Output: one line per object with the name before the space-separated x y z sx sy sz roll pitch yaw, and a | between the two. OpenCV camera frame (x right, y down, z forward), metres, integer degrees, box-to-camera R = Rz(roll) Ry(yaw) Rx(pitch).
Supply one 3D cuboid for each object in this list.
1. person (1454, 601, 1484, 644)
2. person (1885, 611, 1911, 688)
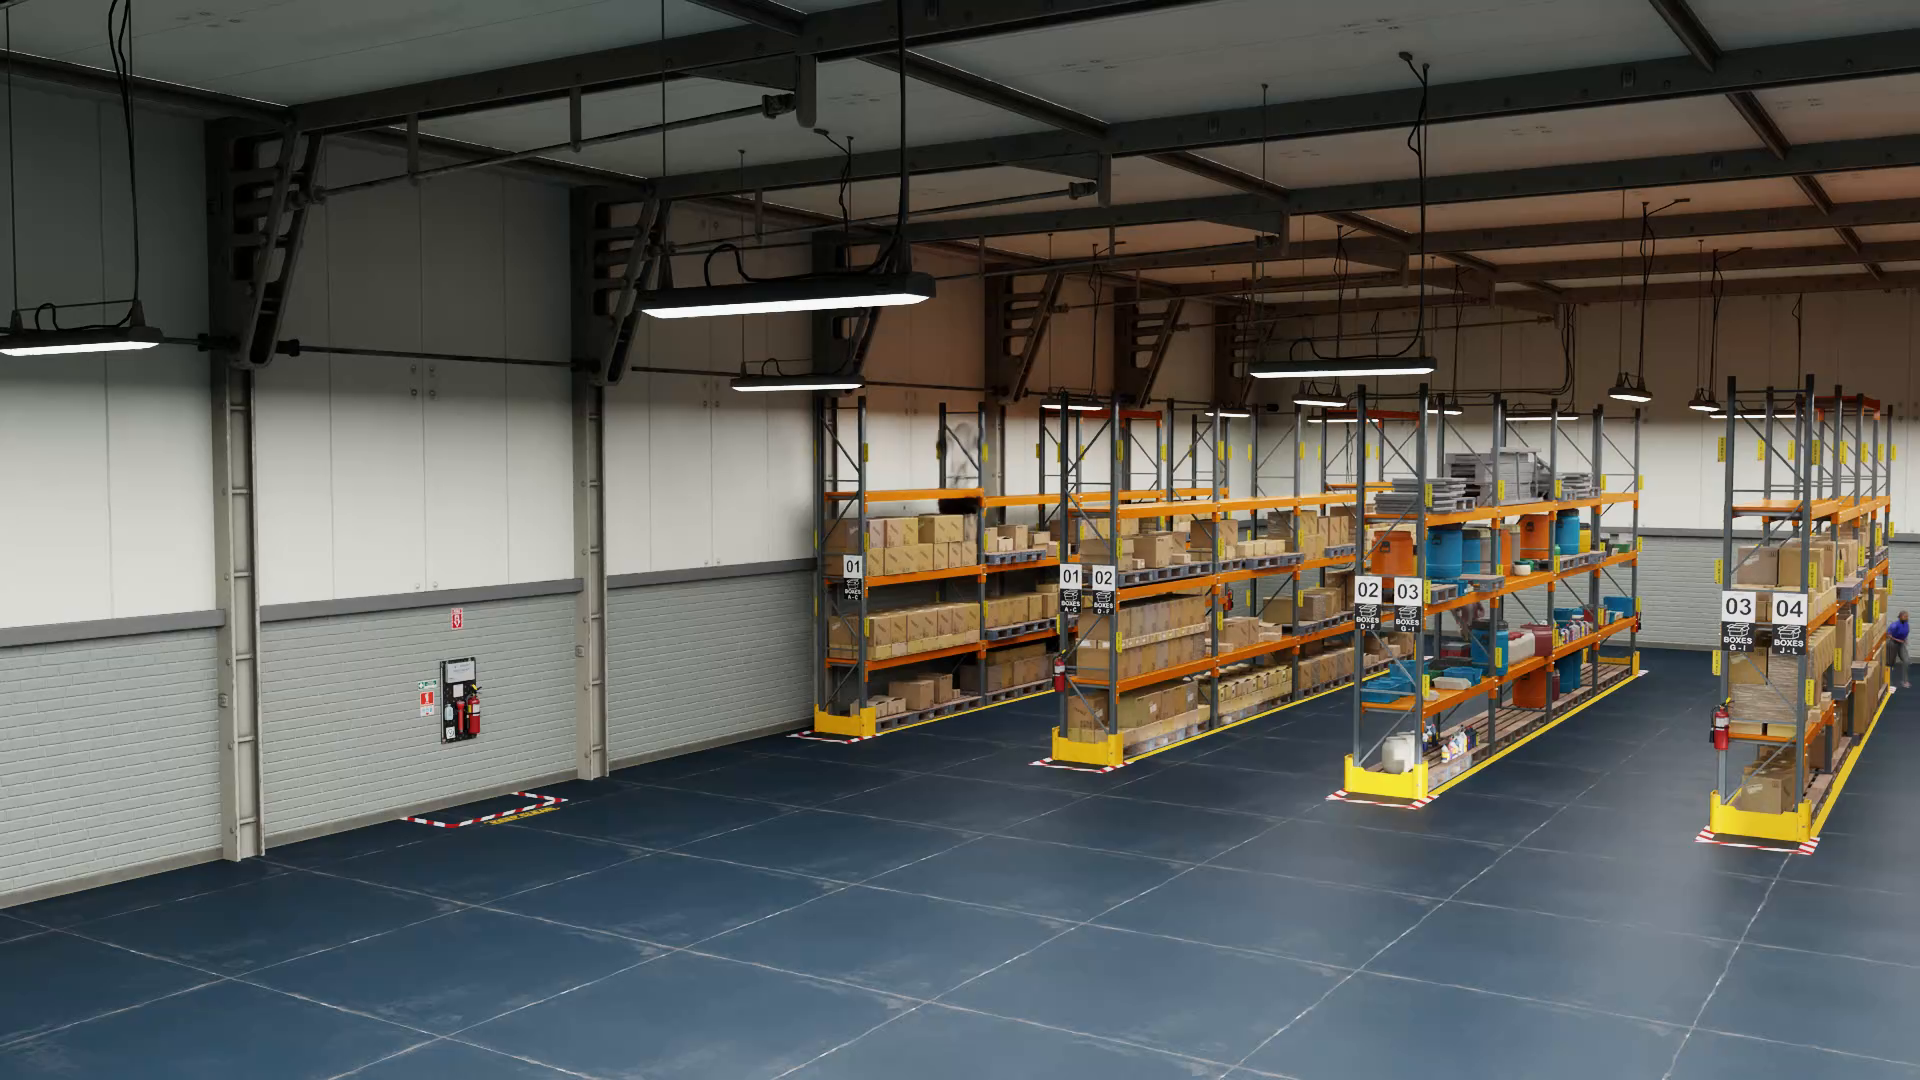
person | 12.234 2.053 39.872 0.743 1.734 0.541 0 3 4
person | 20.175 2.336 35.866 0.614 1.615 0.987 -1 3 -16
